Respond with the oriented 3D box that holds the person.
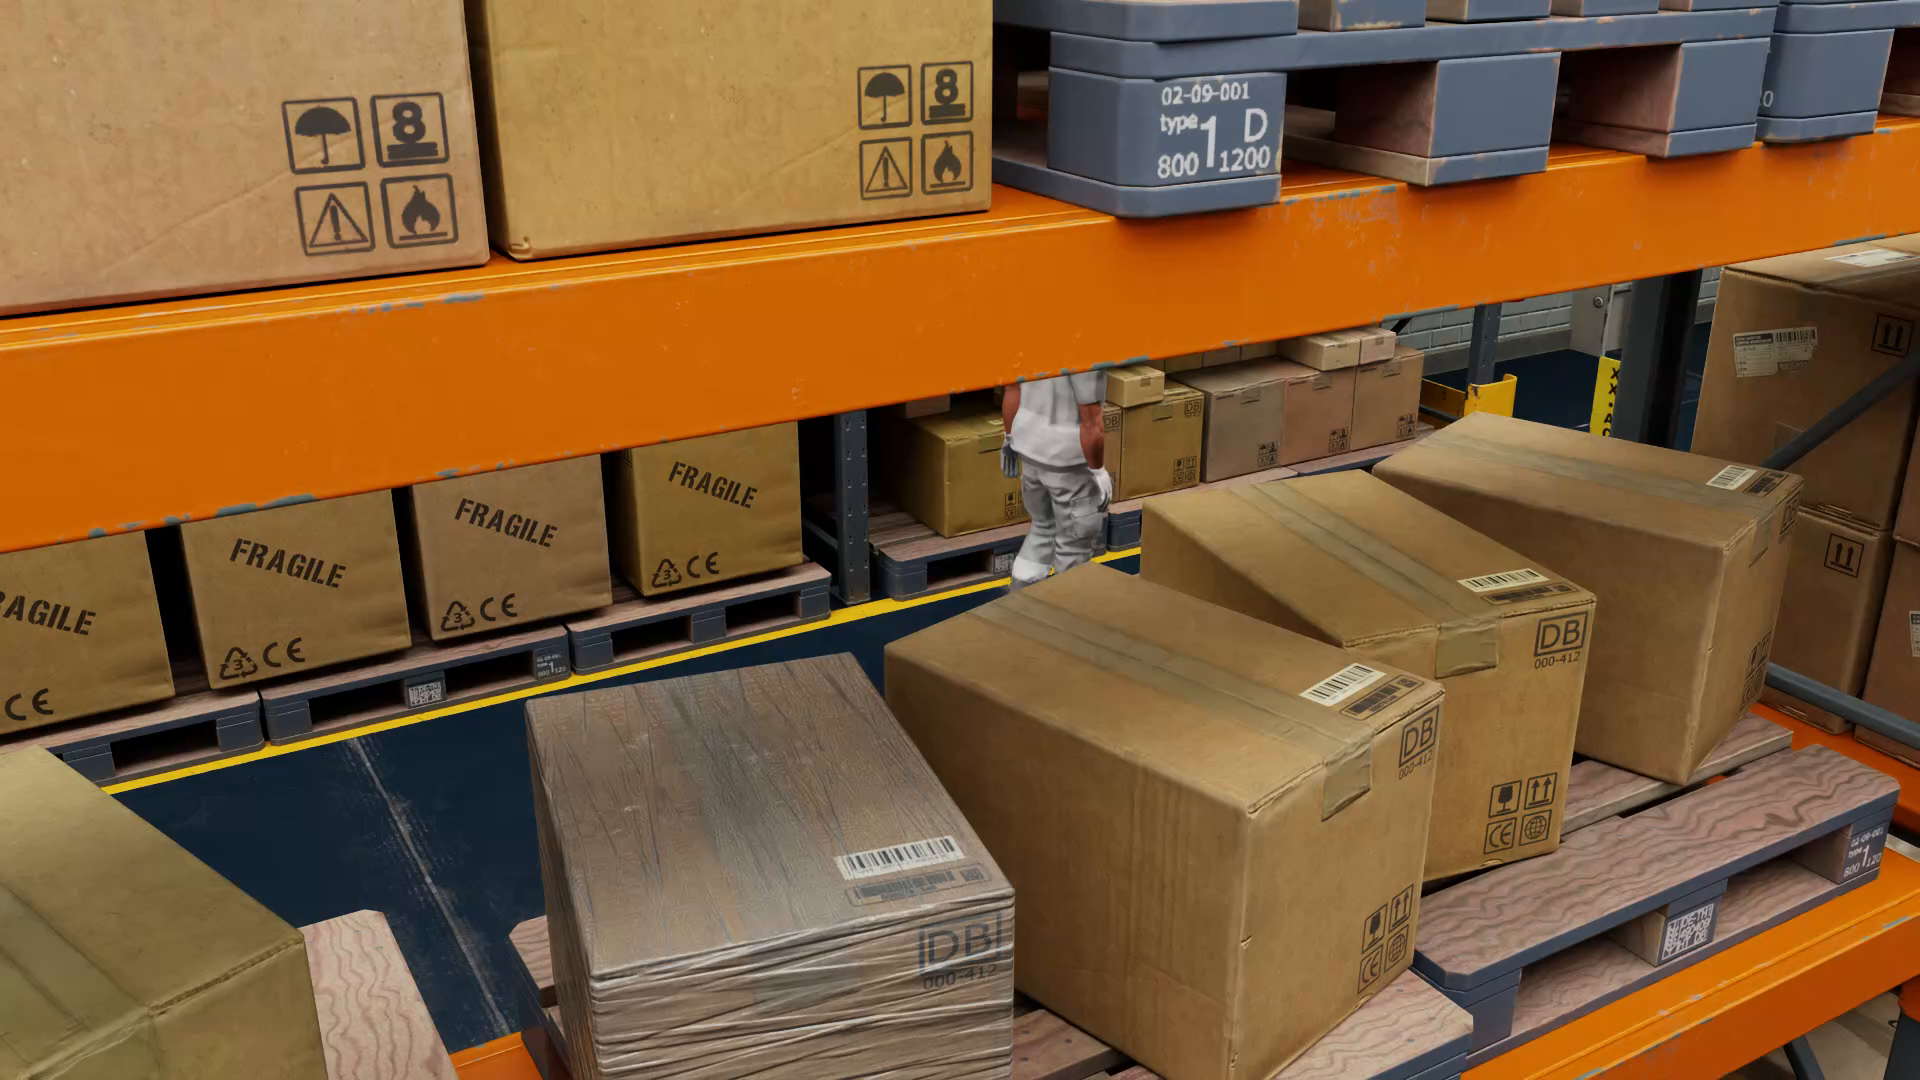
[{"bbox_3d":[0.463,-0.334,6.885,0.480,1.818,0.586,-16,27,-35],"label":"person"}]
